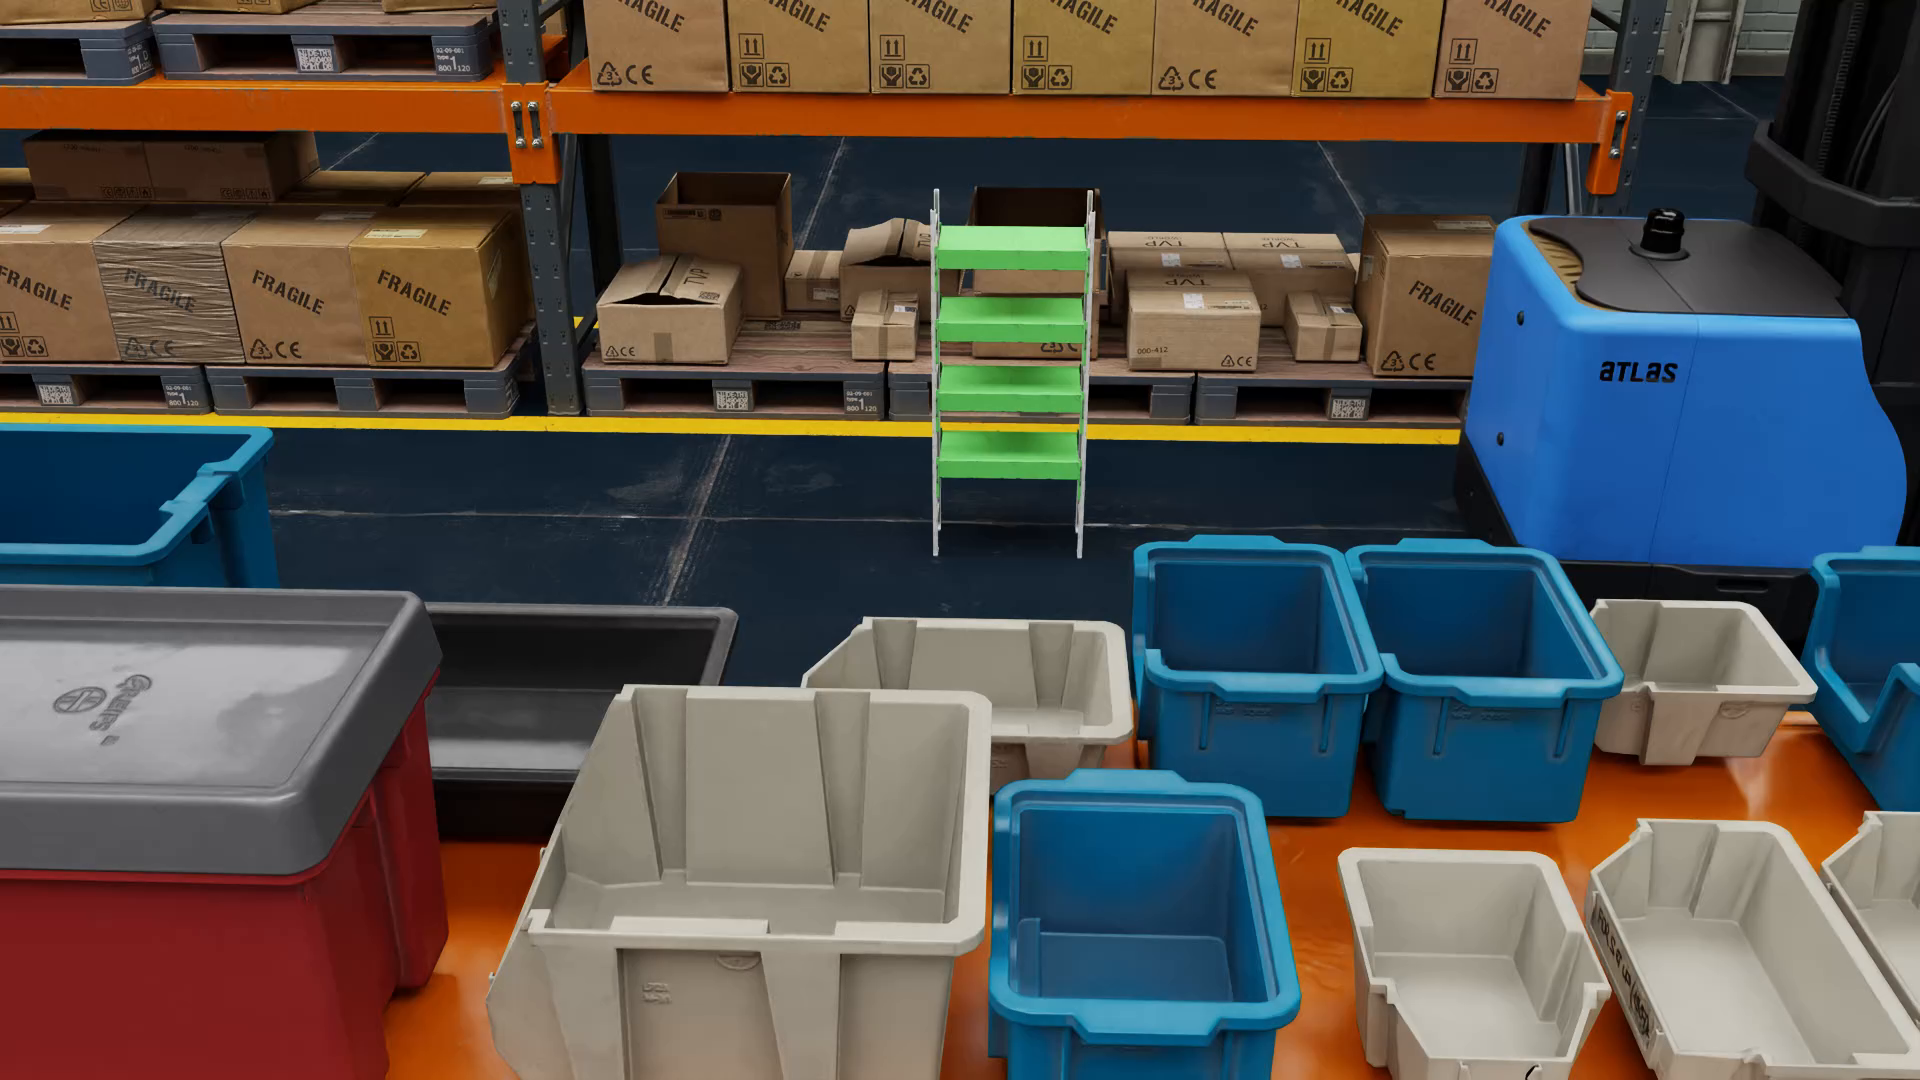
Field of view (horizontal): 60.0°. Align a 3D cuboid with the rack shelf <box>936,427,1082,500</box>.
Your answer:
[{"bbox_3d":[0.165,-0.259,5.606,0.480,0.148,0.258,1,28,2],"label":"rack shelf"}]

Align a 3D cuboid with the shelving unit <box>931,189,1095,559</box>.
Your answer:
[{"bbox_3d":[0.165,-0.527,5.464,0.503,1.200,0.258,1,28,2],"label":"shelving unit"}]

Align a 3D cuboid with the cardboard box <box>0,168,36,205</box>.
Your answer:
[{"bbox_3d":[-4.112,-1.296,7.191,0.500,0.500,0.500,0,28,0],"label":"cardboard box"}]

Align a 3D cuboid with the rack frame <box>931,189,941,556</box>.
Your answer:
[{"bbox_3d":[-0.078,-0.531,5.471,0.015,1.200,0.240,1,28,2],"label":"rack frame"}]

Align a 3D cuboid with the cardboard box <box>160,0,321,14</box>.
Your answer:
[{"bbox_3d":[-2.730,-2.378,6.478,0.500,0.500,0.700,5,28,10],"label":"cardboard box"}]

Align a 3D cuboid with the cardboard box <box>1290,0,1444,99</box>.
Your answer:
[{"bbox_3d":[1.447,-1.919,6.061,0.500,0.500,0.500,1,28,2],"label":"cardboard box"}]

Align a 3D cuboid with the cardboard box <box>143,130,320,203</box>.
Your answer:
[{"bbox_3d":[-3.049,-1.614,6.991,0.500,0.250,0.500,1,28,2],"label":"cardboard box"}]

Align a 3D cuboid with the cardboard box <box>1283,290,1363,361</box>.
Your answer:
[{"bbox_3d":[1.469,-0.873,6.750,0.250,0.166,0.380,1,28,2],"label":"cardboard box"}]

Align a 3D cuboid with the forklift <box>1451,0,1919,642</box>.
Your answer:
[{"bbox_3d":[3.228,-1.150,4.790,3.031,2.935,1.130,2,28,4],"label":"forklift"}]

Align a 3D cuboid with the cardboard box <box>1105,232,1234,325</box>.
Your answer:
[{"bbox_3d":[0.890,-1.126,7.137,0.500,0.250,0.500,1,28,2],"label":"cardboard box"}]

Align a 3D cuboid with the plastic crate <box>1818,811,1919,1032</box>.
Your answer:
[{"bbox_3d":[1.133,0.480,1.859,0.243,0.136,0.396,1,28,2],"label":"plastic crate"}]

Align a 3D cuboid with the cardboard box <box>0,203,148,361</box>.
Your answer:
[{"bbox_3d":[-3.581,-1.046,6.720,0.500,0.500,0.500,0,28,0],"label":"cardboard box"}]

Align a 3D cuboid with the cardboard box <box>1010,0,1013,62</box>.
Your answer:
[{"bbox_3d":[-0.038,-2.195,6.581,0.500,0.500,0.500,2,28,3],"label":"cardboard box"}]

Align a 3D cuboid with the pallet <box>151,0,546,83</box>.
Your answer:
[{"bbox_3d":[-2.370,-2.034,6.589,1.213,0.211,1.003,1,28,2],"label":"pallet"}]

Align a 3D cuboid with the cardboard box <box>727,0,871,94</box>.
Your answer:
[{"bbox_3d":[-0.563,-1.955,6.129,0.500,0.500,0.500,1,28,3],"label":"cardboard box"}]

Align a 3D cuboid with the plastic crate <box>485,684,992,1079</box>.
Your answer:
[{"bbox_3d":[-0.234,0.402,1.852,0.530,0.282,0.437,1,28,2],"label":"plastic crate"}]

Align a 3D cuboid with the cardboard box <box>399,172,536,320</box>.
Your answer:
[{"bbox_3d":[-2.050,-1.266,7.135,0.500,0.500,0.500,0,28,-1],"label":"cardboard box"}]

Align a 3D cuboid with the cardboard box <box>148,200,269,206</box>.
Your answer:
[{"bbox_3d":[-3.082,-1.282,7.164,0.500,0.500,0.500,1,28,2],"label":"cardboard box"}]

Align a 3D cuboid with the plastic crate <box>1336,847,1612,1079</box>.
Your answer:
[{"bbox_3d":[0.558,0.491,1.839,0.250,0.136,0.298,1,28,2],"label":"plastic crate"}]

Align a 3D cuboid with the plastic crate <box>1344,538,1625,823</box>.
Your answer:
[{"bbox_3d":[0.693,0.198,2.289,0.300,0.233,0.416,1,28,2],"label":"plastic crate"}]

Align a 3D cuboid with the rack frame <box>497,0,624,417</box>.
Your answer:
[{"bbox_3d":[-1.575,-2.054,6.422,0.127,3.000,1.000,1,28,2],"label":"rack frame"}]

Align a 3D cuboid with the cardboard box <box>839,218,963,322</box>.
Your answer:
[{"bbox_3d":[-0.246,-1.171,7.158,0.500,0.311,0.500,1,28,2],"label":"cardboard box"}]

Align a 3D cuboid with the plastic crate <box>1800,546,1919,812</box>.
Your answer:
[{"bbox_3d":[1.351,0.209,2.268,0.300,0.233,0.416,1,28,2],"label":"plastic crate"}]

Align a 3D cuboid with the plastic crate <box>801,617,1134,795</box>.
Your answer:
[{"bbox_3d":[-0.003,0.242,2.308,0.466,0.136,0.293,1,28,2],"label":"plastic crate"}]

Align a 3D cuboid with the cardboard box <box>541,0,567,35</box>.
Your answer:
[{"bbox_3d":[-2.947,-3.572,11.132,0.750,0.750,0.750,2,28,3],"label":"cardboard box"}]

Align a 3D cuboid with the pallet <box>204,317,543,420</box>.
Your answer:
[{"bbox_3d":[-2.389,-0.818,7.067,1.213,0.211,1.003,1,28,2],"label":"pallet"}]

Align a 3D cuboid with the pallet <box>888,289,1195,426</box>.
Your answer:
[{"bbox_3d":[0.334,-0.791,7.018,1.213,0.211,1.003,1,28,2],"label":"pallet"}]

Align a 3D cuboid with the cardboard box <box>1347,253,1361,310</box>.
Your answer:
[{"bbox_3d":[1.766,-1.102,7.182,0.250,0.166,0.380,1,28,2],"label":"cardboard box"}]

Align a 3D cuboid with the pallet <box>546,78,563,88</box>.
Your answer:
[{"bbox_3d":[-2.178,-3.118,11.407,1.213,0.211,1.003,1,28,2],"label":"pallet"}]

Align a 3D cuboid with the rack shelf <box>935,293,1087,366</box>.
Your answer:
[{"bbox_3d":[0.165,-0.683,5.381,0.480,0.148,0.258,1,28,2],"label":"rack shelf"}]

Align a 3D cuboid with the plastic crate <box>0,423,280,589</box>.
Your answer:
[{"bbox_3d":[-1.275,0.093,2.325,0.575,0.384,0.392,1,28,2],"label":"plastic crate"}]

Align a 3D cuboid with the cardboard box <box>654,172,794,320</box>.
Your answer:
[{"bbox_3d":[-0.996,-1.267,7.137,0.500,0.500,0.500,1,28,2],"label":"cardboard box"}]

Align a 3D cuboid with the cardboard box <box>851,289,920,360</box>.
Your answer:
[{"bbox_3d":[-0.298,-0.879,6.761,0.250,0.166,0.380,1,28,2],"label":"cardboard box"}]

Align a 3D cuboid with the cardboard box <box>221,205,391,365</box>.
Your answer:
[{"bbox_3d":[-2.572,-1.030,6.690,0.500,0.500,0.500,1,28,2],"label":"cardboard box"}]

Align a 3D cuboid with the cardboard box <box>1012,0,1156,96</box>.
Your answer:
[{"bbox_3d":[0.445,-1.938,6.097,0.500,0.500,0.500,1,28,1],"label":"cardboard box"}]

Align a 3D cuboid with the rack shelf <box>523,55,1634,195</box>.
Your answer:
[{"bbox_3d":[0.424,-1.703,6.528,4.000,0.370,1.077,1,28,2],"label":"rack shelf"}]
